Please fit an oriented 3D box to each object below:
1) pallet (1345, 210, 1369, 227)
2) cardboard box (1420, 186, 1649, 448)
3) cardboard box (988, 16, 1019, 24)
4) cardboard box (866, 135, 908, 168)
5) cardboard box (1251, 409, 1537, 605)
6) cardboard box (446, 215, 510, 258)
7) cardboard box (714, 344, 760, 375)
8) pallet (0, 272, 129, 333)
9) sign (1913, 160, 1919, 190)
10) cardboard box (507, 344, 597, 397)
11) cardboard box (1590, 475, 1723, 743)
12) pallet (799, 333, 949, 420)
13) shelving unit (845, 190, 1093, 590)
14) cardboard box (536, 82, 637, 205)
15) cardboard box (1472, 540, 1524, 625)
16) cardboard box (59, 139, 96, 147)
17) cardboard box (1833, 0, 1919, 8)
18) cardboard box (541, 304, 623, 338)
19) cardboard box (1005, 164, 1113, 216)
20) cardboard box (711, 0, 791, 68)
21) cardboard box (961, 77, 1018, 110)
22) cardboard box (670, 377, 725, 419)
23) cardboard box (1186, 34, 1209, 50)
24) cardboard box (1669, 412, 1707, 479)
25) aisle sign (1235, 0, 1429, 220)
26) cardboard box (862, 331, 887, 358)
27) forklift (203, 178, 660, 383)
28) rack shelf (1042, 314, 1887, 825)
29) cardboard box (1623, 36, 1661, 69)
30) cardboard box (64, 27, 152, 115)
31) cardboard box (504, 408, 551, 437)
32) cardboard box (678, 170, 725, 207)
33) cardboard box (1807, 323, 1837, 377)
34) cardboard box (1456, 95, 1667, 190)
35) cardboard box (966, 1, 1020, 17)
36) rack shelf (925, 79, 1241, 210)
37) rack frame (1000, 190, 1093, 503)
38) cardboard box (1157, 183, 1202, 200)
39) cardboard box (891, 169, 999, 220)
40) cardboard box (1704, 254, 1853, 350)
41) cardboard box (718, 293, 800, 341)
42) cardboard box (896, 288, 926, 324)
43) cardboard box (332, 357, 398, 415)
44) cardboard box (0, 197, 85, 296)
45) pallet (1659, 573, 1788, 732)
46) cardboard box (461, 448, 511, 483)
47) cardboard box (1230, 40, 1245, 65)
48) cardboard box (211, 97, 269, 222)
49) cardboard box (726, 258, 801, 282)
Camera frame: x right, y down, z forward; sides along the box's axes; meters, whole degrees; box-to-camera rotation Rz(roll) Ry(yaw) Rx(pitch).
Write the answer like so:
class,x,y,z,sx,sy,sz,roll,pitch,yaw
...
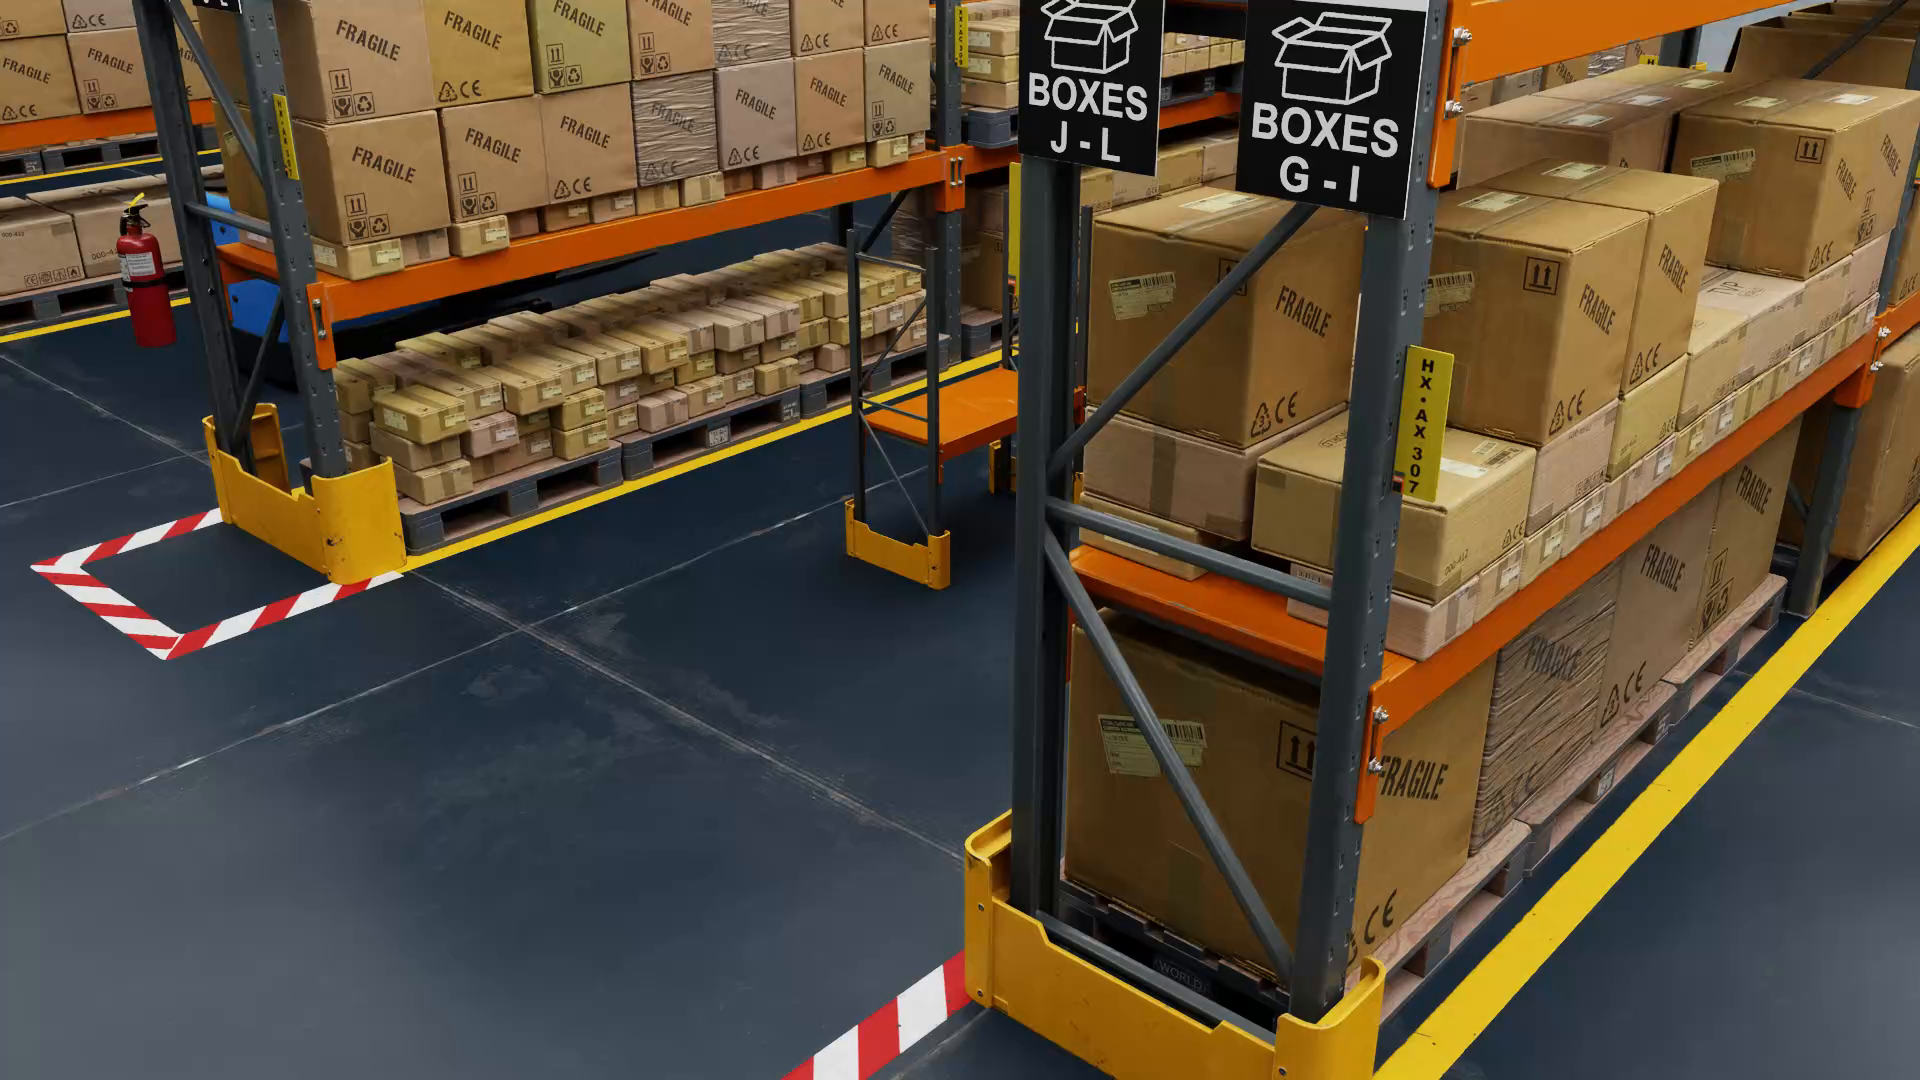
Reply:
class,x,y,z,sx,sy,sz,roll,pitch,yaw
pallet,2.849,-2.732,13.584,1.003,0.211,1.213,20,31,38
cardboard box,1.409,-0.596,4.316,0.500,0.500,0.500,19,31,36
cardboard box,0.384,-2.995,9.830,0.380,0.149,0.250,21,32,39
cardboard box,-0.510,-2.192,9.279,0.380,0.149,0.250,19,30,36
cardboard box,1.075,-0.102,4.130,0.500,0.250,0.500,19,30,36
cardboard box,-2.254,-1.398,7.508,0.380,0.149,0.250,19,30,36
cardboard box,-1.303,-1.028,8.985,0.380,0.149,0.250,18,30,35
pallet,-6.351,-1.660,11.195,1.003,0.211,1.213,20,31,38
sign,3.637,-1.461,6.186,0.100,0.325,0.005,20,31,38
cardboard box,-2.008,-0.833,8.185,0.380,0.149,0.250,18,30,35
cardboard box,2.122,0.051,6.054,0.875,0.875,0.875,20,31,38
pallet,-0.825,-1.079,9.898,1.003,0.211,1.213,20,31,38
shelving unit,0.051,-0.708,7.495,0.587,1.500,1.083,20,31,38
cardboard box,-1.893,-1.905,7.848,0.500,0.500,0.500,21,31,38
cardboard box,1.206,0.056,4.265,0.380,0.149,0.250,20,31,37
cardboard box,-8.247,-3.826,15.445,0.396,0.266,0.258,22,32,39
cardboard box,4.513,-2.280,7.821,0.797,0.503,0.637,21,32,39
cardboard box,-2.003,-1.123,8.832,0.380,0.149,0.250,19,30,36
cardboard box,0.640,-2.275,10.782,0.500,0.250,0.500,21,32,39
cardboard box,-1.209,-2.675,8.342,0.500,0.500,0.500,21,32,39
cardboard box,0.202,-2.637,9.759,0.380,0.149,0.250,18,30,35
cardboard box,-1.462,-0.785,8.805,0.380,0.149,0.250,20,31,38
cardboard box,1.417,-3.329,10.938,0.380,0.149,0.250,21,32,39
cardboard box,2.062,-0.334,5.136,0.380,0.149,0.250,19,30,36
aisle sign,0.729,-1.044,3.235,0.394,0.787,0.004,20,31,38
cardboard box,-0.647,-1.188,9.704,0.380,0.149,0.250,21,32,39
forklift,-3.319,-2.780,10.367,1.130,2.935,3.031,18,30,34
rack shelf,1.888,-0.243,5.505,1.077,0.370,4.000,20,31,38
cardboard box,6.617,-4.951,17.209,0.875,0.875,0.875,20,31,37
cardboard box,-5.623,-3.093,10.860,0.500,0.500,0.500,20,31,37
cardboard box,-2.210,-0.630,8.096,0.380,0.149,0.250,21,31,38
cardboard box,-1.409,-1.804,8.414,0.380,0.149,0.250,21,32,39
cardboard box,2.920,-0.727,6.012,0.380,0.149,0.250,20,31,37
cardboard box,2.035,-1.206,5.677,0.500,0.500,0.500,19,30,36
cardboard box,0.247,-3.330,10.577,0.380,0.149,0.250,20,31,37
rack shelf,0.932,-2.847,11.312,1.077,0.370,4.000,20,31,38
rack frame,0.396,-0.865,7.847,0.500,1.500,0.032,20,31,38
cardboard box,1.332,-2.241,11.623,0.500,0.500,0.500,18,30,35
cardboard box,-0.094,-2.255,10.738,0.500,0.250,0.500,19,30,36
cardboard box,2.780,-0.883,5.873,0.500,0.250,0.500,21,32,39
cardboard box,-1.092,-1.216,9.041,0.380,0.149,0.250,18,30,35
cardboard box,-0.377,-1.409,9.835,0.380,0.149,0.250,21,32,39
cardboard box,-2.908,-0.740,7.977,0.380,0.149,0.250,21,31,38
cardboard box,-6.460,-1.919,10.981,0.875,0.438,0.875,19,30,36
pallet,2.657,0.302,6.818,1.003,0.211,1.213,20,31,38
cardboard box,-2.371,-0.412,7.974,0.380,0.149,0.250,20,31,37
cardboard box,1.772,-3.357,11.364,0.380,0.149,0.250,20,31,37
cardboard box,-2.965,-1.735,7.469,0.500,0.500,0.500,21,32,39
cardboard box,-1.147,-1.521,9.721,0.380,0.149,0.250,20,31,37
